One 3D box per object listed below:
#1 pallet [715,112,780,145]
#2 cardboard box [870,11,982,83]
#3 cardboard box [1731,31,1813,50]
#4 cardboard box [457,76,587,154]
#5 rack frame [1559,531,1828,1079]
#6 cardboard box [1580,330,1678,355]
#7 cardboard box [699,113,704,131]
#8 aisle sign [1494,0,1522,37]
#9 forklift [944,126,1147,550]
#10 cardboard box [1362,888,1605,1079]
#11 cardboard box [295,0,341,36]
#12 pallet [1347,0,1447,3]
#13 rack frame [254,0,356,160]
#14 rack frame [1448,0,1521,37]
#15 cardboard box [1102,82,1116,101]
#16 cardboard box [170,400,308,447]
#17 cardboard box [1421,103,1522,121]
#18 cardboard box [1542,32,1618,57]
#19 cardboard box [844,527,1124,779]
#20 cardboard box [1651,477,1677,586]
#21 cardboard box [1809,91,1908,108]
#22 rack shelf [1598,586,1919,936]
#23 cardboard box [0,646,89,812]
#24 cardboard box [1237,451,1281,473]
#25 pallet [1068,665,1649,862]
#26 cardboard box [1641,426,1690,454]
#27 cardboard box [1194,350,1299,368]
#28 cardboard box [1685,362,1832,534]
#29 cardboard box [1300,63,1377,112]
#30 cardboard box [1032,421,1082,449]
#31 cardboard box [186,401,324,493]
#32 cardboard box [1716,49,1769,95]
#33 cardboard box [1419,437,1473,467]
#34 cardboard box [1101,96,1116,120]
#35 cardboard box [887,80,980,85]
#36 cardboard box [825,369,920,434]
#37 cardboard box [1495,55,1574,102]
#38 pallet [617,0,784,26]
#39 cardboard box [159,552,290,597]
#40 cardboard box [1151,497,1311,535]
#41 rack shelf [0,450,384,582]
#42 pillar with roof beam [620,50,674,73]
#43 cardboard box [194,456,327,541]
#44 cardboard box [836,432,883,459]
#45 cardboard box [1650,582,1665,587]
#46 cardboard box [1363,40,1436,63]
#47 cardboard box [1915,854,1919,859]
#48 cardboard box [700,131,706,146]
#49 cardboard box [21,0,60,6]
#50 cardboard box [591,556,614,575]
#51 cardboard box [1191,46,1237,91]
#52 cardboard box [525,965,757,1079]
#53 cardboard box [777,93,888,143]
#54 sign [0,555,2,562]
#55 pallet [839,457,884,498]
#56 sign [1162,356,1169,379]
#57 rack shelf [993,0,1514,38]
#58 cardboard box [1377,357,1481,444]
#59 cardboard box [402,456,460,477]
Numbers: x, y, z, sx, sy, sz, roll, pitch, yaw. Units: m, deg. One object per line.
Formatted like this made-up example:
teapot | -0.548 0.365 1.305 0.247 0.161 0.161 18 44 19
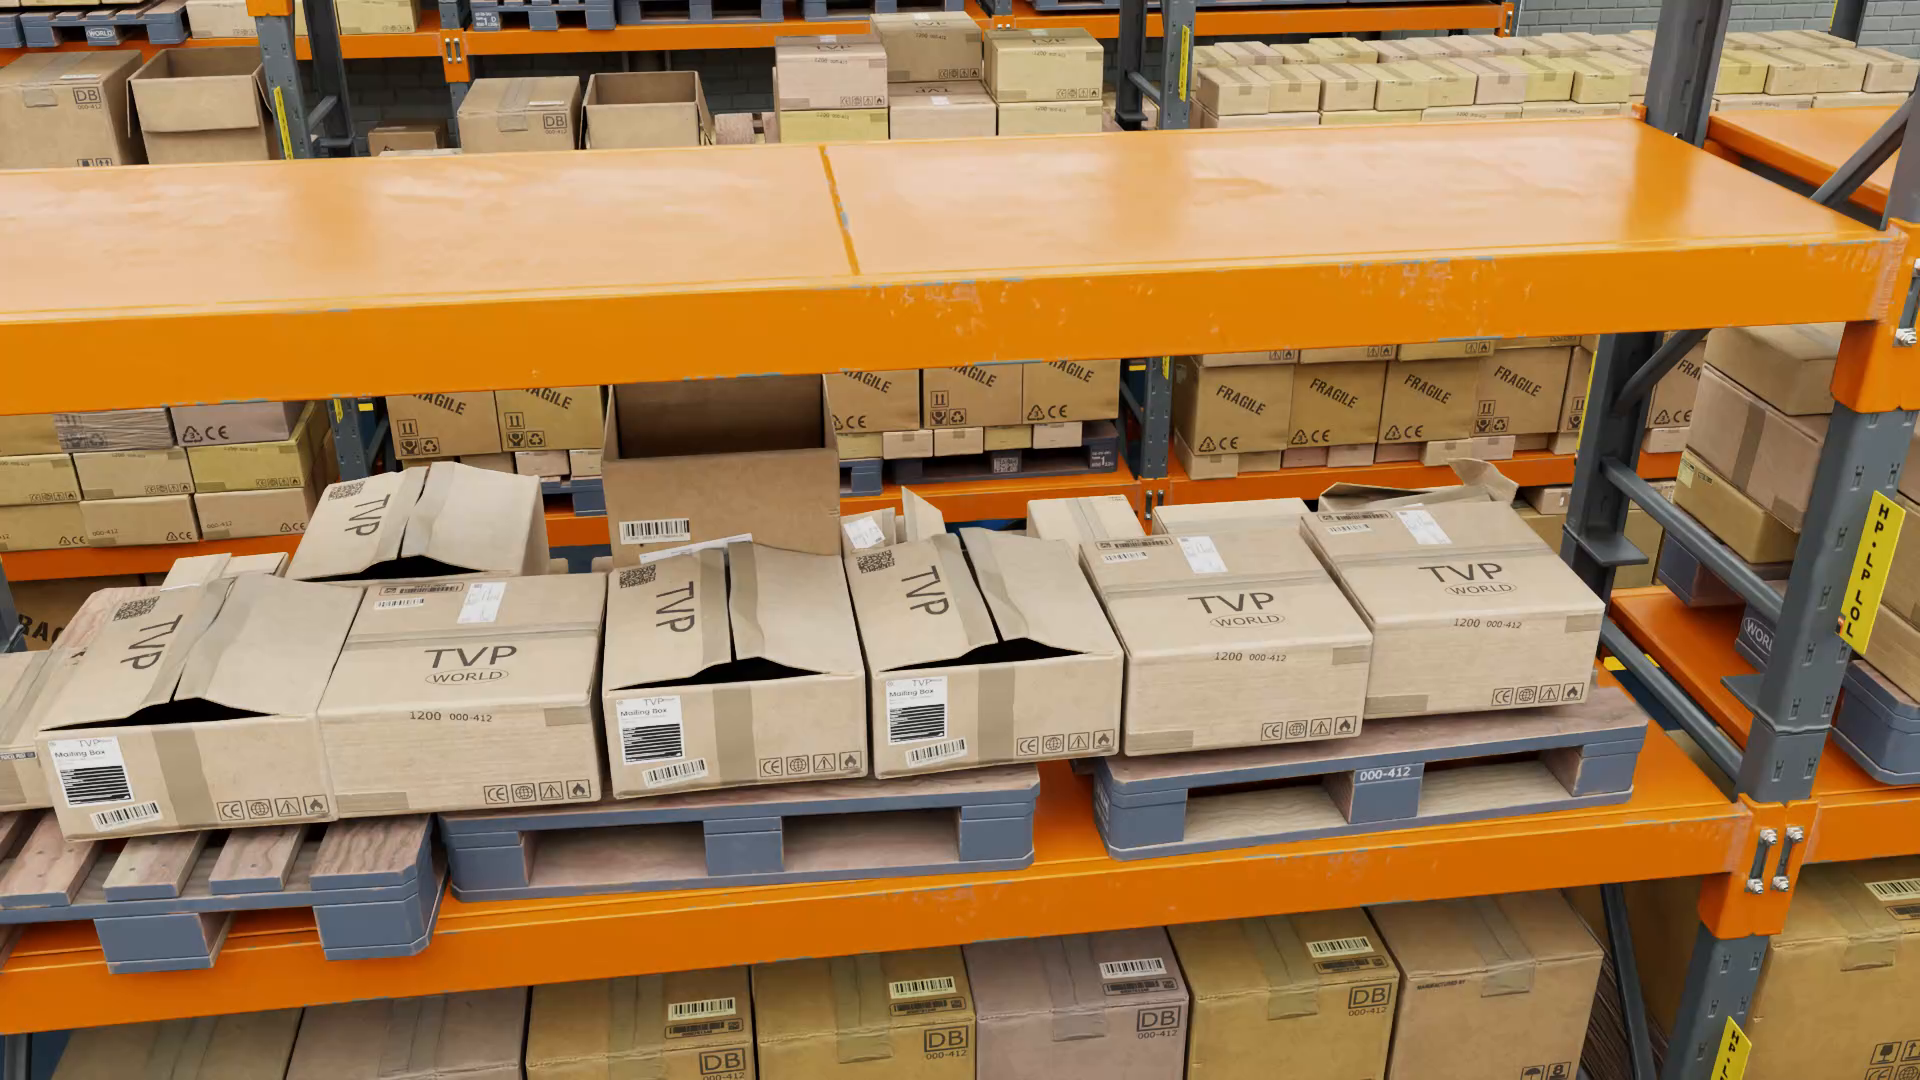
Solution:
pallet | -0.703 -1.898 8.286 1.003 0.211 1.213 -4 27 -7
cardboard box | -0.176 -2.490 8.391 0.500 0.250 0.500 -4 27 -8
cardboard box | 4.283 -2.584 8.818 0.250 0.149 0.380 -4 27 -7
cardboard box | -2.071 -1.886 7.947 0.500 0.500 0.700 -4 27 -7
rack frame | 1.740 1.526 4.693 0.127 3.000 1.000 -4 27 -7
cardboard box | 3.443 -1.343 8.753 0.500 0.500 0.700 -4 27 -8
cardboard box | -2.165 -3.278 13.236 0.250 0.149 0.380 -4 27 -8
aisle sign | 4.322 -4.232 13.066 0.004 0.787 0.394 -4 27 -7
forklift | 0.508 -1.684 11.025 1.130 2.935 3.031 17 32 30
cardboard box | 1.249 1.071 4.375 0.500 0.500 0.700 -4 27 -8
cardboard box | -4.678 -3.788 11.927 0.500 0.250 0.500 -4 27 -7
pallet | 3.512 -4.466 13.181 1.213 0.211 1.003 -4 27 -7
rack frame | -3.011 -3.120 7.176 0.127 3.000 1.000 -4 27 -7
rack frame | 4.216 -3.204 13.910 0.127 3.000 1.000 -4 27 -7
cardboard box | 1.283 -3.636 13.607 0.250 0.149 0.380 -4 27 -8
cardboard box | -3.486 -0.789 8.000 0.500 0.500 0.500 -4 27 -9
cardboard box | 2.431 -2.073 8.259 0.500 0.250 0.500 -3 27 -7
cardboard box | 3.266 -2.575 8.801 0.250 0.149 0.380 -3 27 -6
cardboard box | 0.035 0.211 3.499 0.500 0.311 0.500 -5 28 -9
cardboard box | 4.154 -0.088 9.569 0.500 0.500 0.500 -4 27 -7
cardboard box | 4.442 -2.206 8.518 0.500 0.250 0.500 -4 27 -8
rack shelf | 3.720 0.384 4.420 4.000 0.370 1.077 -4 27 -7
cardboard box | -1.868 0.377 3.351 0.250 0.149 0.380 -5 28 -9
cardboard box | 1.550 -0.508 8.932 0.250 0.149 0.380 -3 27 -6
pallet | 0.839 0.357 3.895 1.217 0.209 0.805 -5 28 -9
cardboard box | 3.828 -0.625 9.159 0.250 0.149 0.380 -3 27 -6
cardboard box | 1.416 -1.257 8.586 0.500 0.500 0.700 -4 27 -8
cardboard box | 2.192 -0.253 4.143 0.500 0.250 0.500 -4 27 -8
cardboard box | 1.824 -2.198 8.066 0.250 0.149 0.380 -5 28 -9
cardboard box | 0.479 -0.623 8.696 0.250 0.149 0.380 -3 27 -6
cardboard box | -3.455 -0.461 8.182 0.500 0.250 0.500 -4 27 -7
cardboard box | 3.848 -2.366 8.394 0.250 0.149 0.380 -4 27 -7
cardboard box | 2.575 -0.546 9.006 0.250 0.149 0.380 -4 27 -7
cardboard box | 1.110 -3.378 13.105 0.250 0.149 0.380 -4 27 -8
cardboard box | -0.186 -2.271 8.512 0.500 0.250 0.500 -4 27 -8
cardboard box | -0.478 -0.874 8.474 0.500 0.500 0.500 -3 27 -5
cardboard box | 2.836 -2.292 8.249 0.250 0.149 0.380 -3 27 -6
pallet | -1.939 -4.101 12.581 1.213 0.211 1.003 -2 27 -5
cardboard box | -1.659 0.181 3.715 0.250 0.166 0.380 -4 27 -7
cardboard box | 0.678 0.026 4.037 0.380 0.149 0.250 -4 27 -7
rack shelf | -4.991 -0.004 8.462 4.000 0.370 1.077 -4 27 -7
pillar with roof beam | -1.941 -3.908 8.712 0.400 9.000 9.100 -4 27 -7
cardboard box | -3.475 -0.235 8.289 0.500 0.250 0.500 -5 28 -9
cardboard box | -0.533 -0.565 8.582 0.250 0.149 0.380 -4 27 -7
cardboard box | 4.124 0.251 9.729 0.500 0.250 0.500 -4 27 -7
cardboard box | 2.263 -2.475 8.607 0.250 0.149 0.380 -4 27 -8
cardboard box | 2.638 0.883 4.598 0.550 0.550 0.875 -4 27 -7
cardboard box | -2.073 -3.002 12.697 0.250 0.149 0.380 -3 27 -6
cardboard box | -6.305 -3.800 11.492 0.250 0.149 0.380 -4 27 -8
cardboard box | -1.720 0.449 9.210 0.625 0.372 0.950 -4 27 -8
cardboard box | 1.234 -2.402 8.464 0.250 0.149 0.380 -3 27 -6
cardboard box | -0.767 1.201 4.122 0.500 0.500 0.700 -4 27 -8
cardboard box | -0.615 -1.996 7.975 0.500 0.250 0.500 -3 27 -6
sign | -2.290 -0.071 3.866 0.005 0.325 0.100 -4 27 -7
pallet | -1.056 -0.510 8.871 1.213 0.211 1.003 -4 27 -7
sign | 1.031 -0.970 8.289 0.005 0.325 0.100 -4 27 -7
rack shelf | 2.235 -4.091 13.142 4.000 0.370 1.077 -4 27 -7
cardboard box | 2.418 -0.853 8.893 0.500 0.500 0.500 -4 27 -8
cardboard box | -2.663 -0.463 8.384 0.250 0.149 0.380 -5 28 -10
